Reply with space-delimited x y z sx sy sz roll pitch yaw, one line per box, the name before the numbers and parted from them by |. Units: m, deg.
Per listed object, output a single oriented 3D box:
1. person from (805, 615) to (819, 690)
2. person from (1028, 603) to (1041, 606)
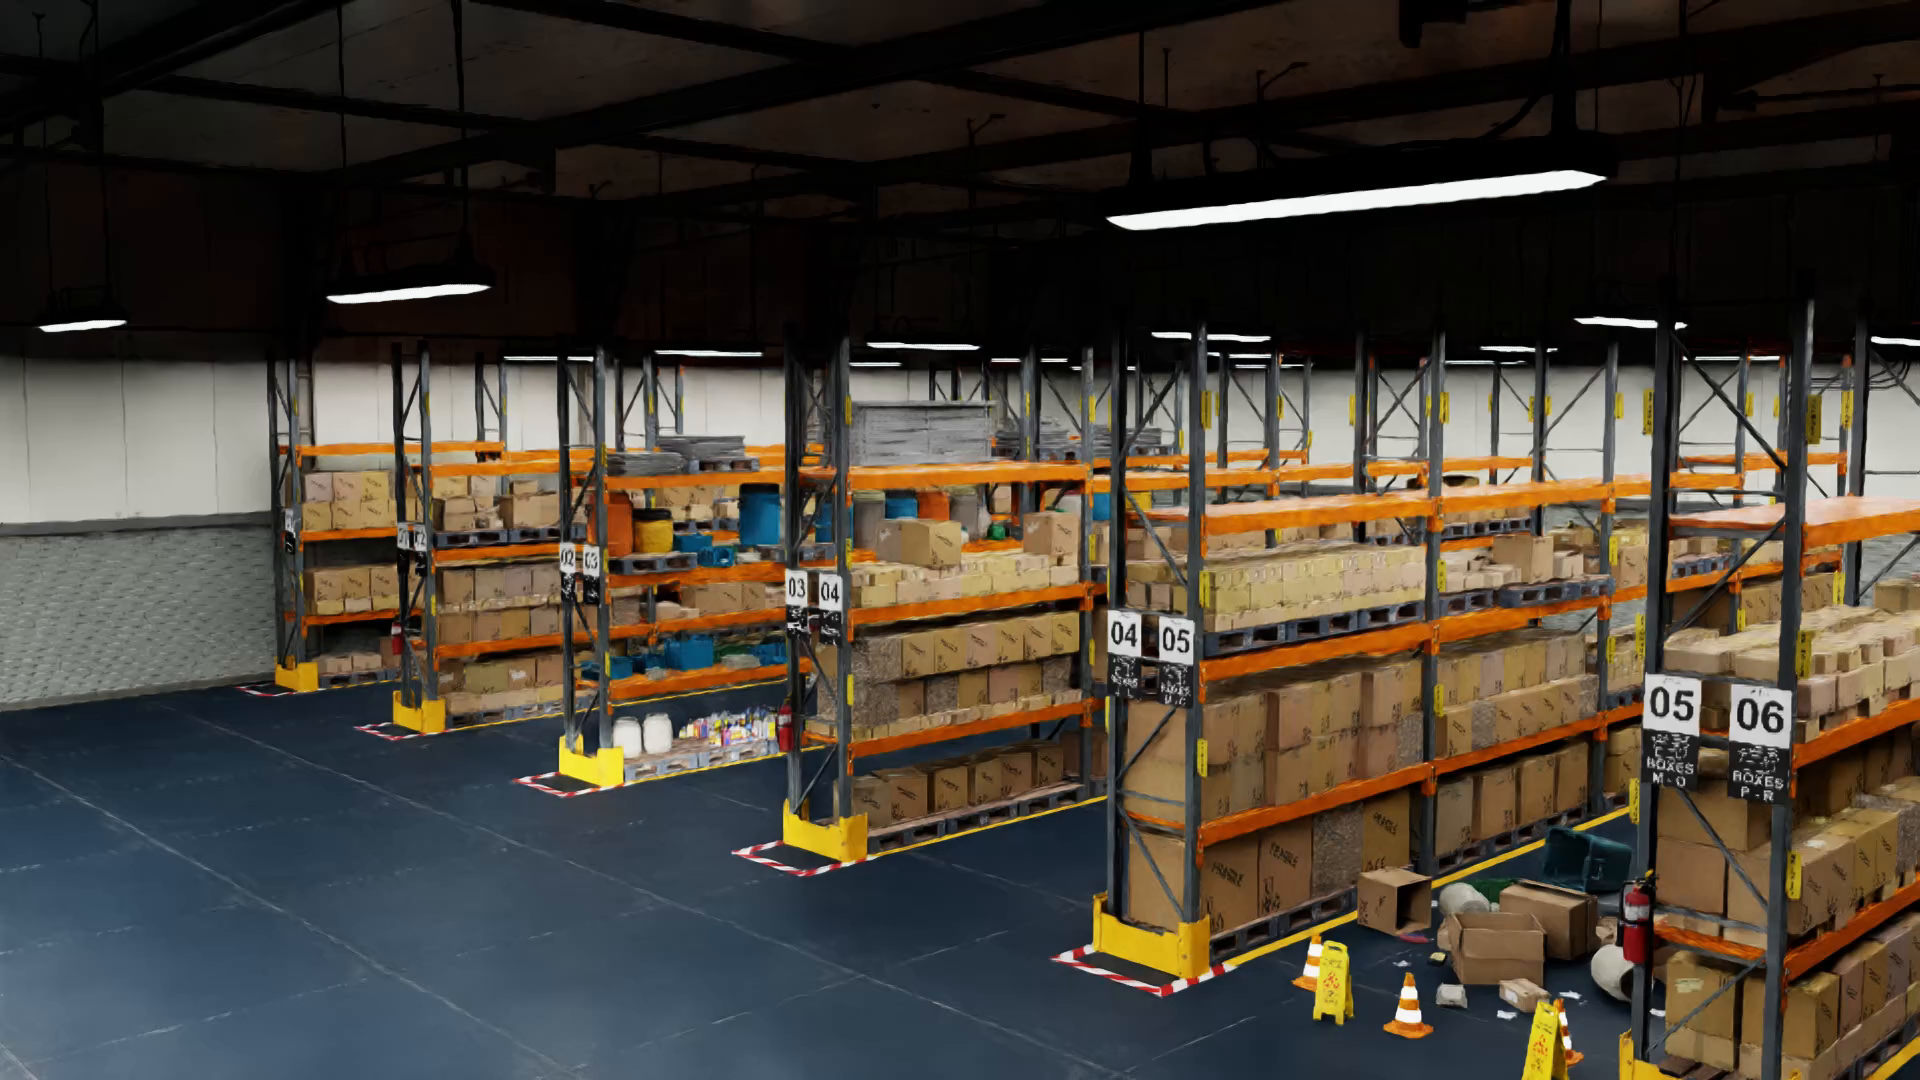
person | -2.553 1.768 29.367 0.598 1.690 1.094 4 6 37
person | 1.396 1.691 30.857 0.532 1.629 0.592 -5 7 -45
